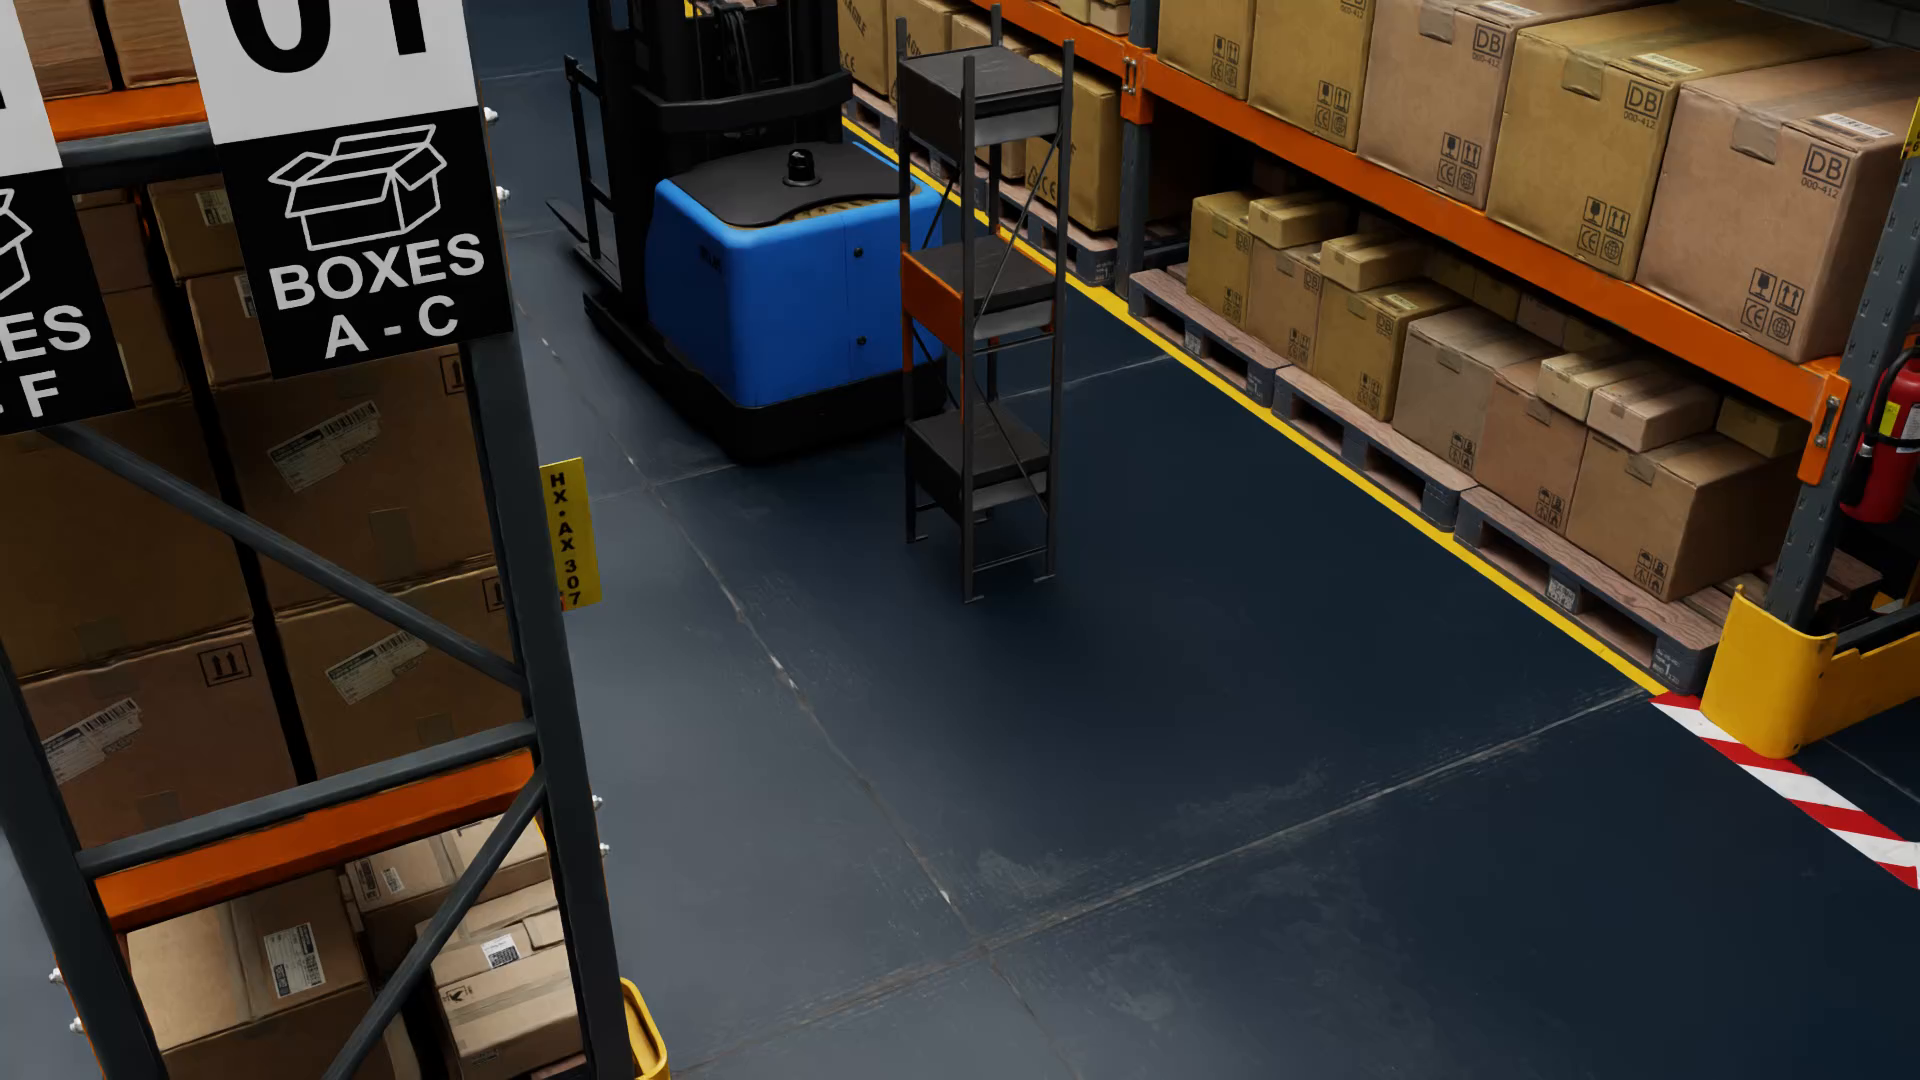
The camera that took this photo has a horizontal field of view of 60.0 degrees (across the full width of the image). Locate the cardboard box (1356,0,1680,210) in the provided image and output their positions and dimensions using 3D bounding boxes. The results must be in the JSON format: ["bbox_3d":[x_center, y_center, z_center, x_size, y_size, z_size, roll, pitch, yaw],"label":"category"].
[{"bbox_3d":[2.207,-1.830,6.547,0.980,0.700,0.700,-18,37,-25],"label":"cardboard box"}]

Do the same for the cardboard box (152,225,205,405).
[{"bbox_3d":[-2.152,-0.791,5.111,0.500,0.500,0.500,-15,36,-22],"label":"cardboard box"}]

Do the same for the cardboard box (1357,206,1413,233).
[{"bbox_3d":[2.022,-1.418,7.510,0.380,0.149,0.250,-17,36,-25],"label":"cardboard box"}]

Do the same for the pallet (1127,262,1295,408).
[{"bbox_3d":[1.571,-1.104,8.278,1.003,0.211,1.213,-16,36,-23],"label":"pallet"}]

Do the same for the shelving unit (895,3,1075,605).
[{"bbox_3d":[0.077,-0.805,6.060,0.431,2.100,0.503,-16,36,-23],"label":"shelving unit"}]

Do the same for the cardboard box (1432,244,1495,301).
[{"bbox_3d":[2.260,-1.174,7.129,0.380,0.149,0.250,-17,36,-24],"label":"cardboard box"}]

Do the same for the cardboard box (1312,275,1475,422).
[{"bbox_3d":[2.012,-0.916,7.328,0.700,0.500,0.500,-15,36,-22],"label":"cardboard box"}]

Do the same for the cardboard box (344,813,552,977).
[{"bbox_3d":[-1.466,0.899,4.707,0.500,0.250,0.500,-16,36,-23],"label":"cardboard box"}]

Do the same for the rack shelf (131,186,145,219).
[{"bbox_3d":[-4.028,-2.065,7.859,1.077,0.370,4.000,-16,36,-23],"label":"rack shelf"}]

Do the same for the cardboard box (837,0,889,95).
[{"bbox_3d":[-0.353,-3.458,10.970,0.750,0.750,0.750,-16,36,-24],"label":"cardboard box"}]

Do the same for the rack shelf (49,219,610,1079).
[{"bbox_3d":[-2.163,-0.156,4.879,1.077,0.370,4.000,-16,36,-23],"label":"rack shelf"}]

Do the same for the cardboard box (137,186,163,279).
[{"bbox_3d":[-2.635,-1.281,5.877,0.500,0.500,0.500,-15,36,-22],"label":"cardboard box"}]

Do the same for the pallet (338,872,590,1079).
[{"bbox_3d":[-1.638,1.254,4.598,1.003,0.211,1.213,-16,36,-23],"label":"pallet"}]

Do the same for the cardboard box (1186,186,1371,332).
[{"bbox_3d":[1.543,-1.403,8.086,0.700,0.500,0.500,-15,36,-23],"label":"cardboard box"}]

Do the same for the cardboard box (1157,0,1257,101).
[{"bbox_3d":[1.524,-2.524,7.631,0.980,0.700,0.700,-15,36,-22],"label":"cardboard box"}]

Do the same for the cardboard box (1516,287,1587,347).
[{"bbox_3d":[2.498,-0.931,6.750,0.380,0.149,0.250,-15,36,-22],"label":"cardboard box"}]

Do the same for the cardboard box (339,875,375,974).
[{"bbox_3d":[-1.811,1.090,4.487,0.380,0.166,0.250,-16,36,-23],"label":"cardboard box"}]

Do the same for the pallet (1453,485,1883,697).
[{"bbox_3d":[2.708,0.060,6.460,1.003,0.211,1.213,-16,36,-23],"label":"pallet"}]

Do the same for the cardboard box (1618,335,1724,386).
[{"bbox_3d":[2.734,-0.690,6.374,0.380,0.149,0.250,-16,36,-23],"label":"cardboard box"}]

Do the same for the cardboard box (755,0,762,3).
[{"bbox_3d":[-1.355,-4.538,12.962,0.700,0.500,0.500,-16,36,-23],"label":"cardboard box"}]

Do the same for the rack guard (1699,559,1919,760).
[{"bbox_3d":[3.162,0.312,5.800,1.175,0.500,0.348,-16,36,-23],"label":"rack guard"}]

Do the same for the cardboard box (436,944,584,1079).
[{"bbox_3d":[-1.121,1.225,4.293,0.380,0.149,0.250,-16,36,-23],"label":"cardboard box"}]

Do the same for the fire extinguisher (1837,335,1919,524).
[{"bbox_3d":[2.812,-0.374,4.971,0.296,0.674,0.183,-16,36,-23],"label":"fire extinguisher"}]

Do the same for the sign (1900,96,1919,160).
[{"bbox_3d":[2.664,-1.209,4.564,0.100,0.325,0.005,-16,36,-23],"label":"sign"}]

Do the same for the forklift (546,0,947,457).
[{"bbox_3d":[-1.251,-2.354,7.707,1.130,2.935,3.031,-18,37,-26],"label":"forklift"}]

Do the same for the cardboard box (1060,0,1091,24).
[{"bbox_3d":[0.739,-2.768,8.504,0.380,0.149,0.250,-15,36,-22],"label":"cardboard box"}]

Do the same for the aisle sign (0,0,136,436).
[{"bbox_3d":[-1.469,-0.489,2.323,0.394,0.787,0.004,-16,36,-23],"label":"aisle sign"}]

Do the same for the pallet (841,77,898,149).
[{"bbox_3d":[-0.279,-3.000,11.238,1.003,0.211,1.213,-16,36,-23],"label":"pallet"}]

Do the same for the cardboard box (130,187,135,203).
[{"bbox_3d":[-2.857,-0.900,5.281,0.500,0.500,0.500,-15,36,-22],"label":"cardboard box"}]

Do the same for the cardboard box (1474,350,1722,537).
[{"bbox_3d":[2.502,-0.424,6.559,0.700,0.500,0.500,-16,36,-23],"label":"cardboard box"}]

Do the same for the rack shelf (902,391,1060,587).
[{"bbox_3d":[0.077,-0.204,6.445,0.431,0.518,0.480,-16,36,-23],"label":"rack shelf"}]

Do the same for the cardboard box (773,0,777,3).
[{"bbox_3d":[-0.961,-4.033,12.174,0.700,0.500,0.500,-15,36,-22],"label":"cardboard box"}]

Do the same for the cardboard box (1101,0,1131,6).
[{"bbox_3d":[0.847,-2.994,8.255,0.500,0.500,0.500,-16,36,-24],"label":"cardboard box"}]

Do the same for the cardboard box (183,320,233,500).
[{"bbox_3d":[-1.681,-0.310,4.360,0.500,0.500,0.500,-16,36,-23],"label":"cardboard box"}]

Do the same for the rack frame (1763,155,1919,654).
[{"bbox_3d":[3.150,-0.752,5.143,1.000,3.000,0.127,-16,36,-23],"label":"rack frame"}]

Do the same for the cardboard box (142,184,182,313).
[{"bbox_3d":[-1.921,-0.975,4.472,0.500,0.500,0.500,-16,36,-24],"label":"cardboard box"}]

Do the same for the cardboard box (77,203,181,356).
[{"bbox_3d":[-1.917,-0.351,3.498,0.500,0.500,0.500,-15,36,-22],"label":"cardboard box"}]

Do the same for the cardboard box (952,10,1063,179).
[{"bbox_3d":[0.450,-2.633,9.683,0.750,0.750,0.750,-15,35,-22],"label":"cardboard box"}]

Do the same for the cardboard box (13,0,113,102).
[{"bbox_3d":[-1.703,-0.883,2.706,0.500,0.250,0.500,-16,36,-23],"label":"cardboard box"}]

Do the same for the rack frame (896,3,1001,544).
[{"bbox_3d":[-0.037,-0.922,6.242,0.400,2.100,0.015,-16,36,-23],"label":"rack frame"}]

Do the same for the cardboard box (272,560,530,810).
[{"bbox_3d":[-1.204,0.176,3.603,0.500,0.500,0.500,-15,36,-22],"label":"cardboard box"}]

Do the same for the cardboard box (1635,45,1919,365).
[{"bbox_3d":[2.904,-1.119,5.438,0.980,0.700,0.700,-14,35,-21],"label":"cardboard box"}]

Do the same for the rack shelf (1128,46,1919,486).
[{"bbox_3d":[2.218,-1.404,6.827,1.077,0.370,4.000,-16,36,-23],"label":"rack shelf"}]

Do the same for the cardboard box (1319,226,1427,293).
[{"bbox_3d":[1.785,-1.217,7.196,0.380,0.149,0.250,-17,36,-24],"label":"cardboard box"}]

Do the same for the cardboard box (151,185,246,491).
[{"bbox_3d":[-1.454,-0.493,3.719,0.500,0.500,0.500,-15,36,-23],"label":"cardboard box"}]

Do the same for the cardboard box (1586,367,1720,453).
[{"bbox_3d":[2.514,-0.474,6.035,0.380,0.149,0.250,-16,36,-24],"label":"cardboard box"}]
